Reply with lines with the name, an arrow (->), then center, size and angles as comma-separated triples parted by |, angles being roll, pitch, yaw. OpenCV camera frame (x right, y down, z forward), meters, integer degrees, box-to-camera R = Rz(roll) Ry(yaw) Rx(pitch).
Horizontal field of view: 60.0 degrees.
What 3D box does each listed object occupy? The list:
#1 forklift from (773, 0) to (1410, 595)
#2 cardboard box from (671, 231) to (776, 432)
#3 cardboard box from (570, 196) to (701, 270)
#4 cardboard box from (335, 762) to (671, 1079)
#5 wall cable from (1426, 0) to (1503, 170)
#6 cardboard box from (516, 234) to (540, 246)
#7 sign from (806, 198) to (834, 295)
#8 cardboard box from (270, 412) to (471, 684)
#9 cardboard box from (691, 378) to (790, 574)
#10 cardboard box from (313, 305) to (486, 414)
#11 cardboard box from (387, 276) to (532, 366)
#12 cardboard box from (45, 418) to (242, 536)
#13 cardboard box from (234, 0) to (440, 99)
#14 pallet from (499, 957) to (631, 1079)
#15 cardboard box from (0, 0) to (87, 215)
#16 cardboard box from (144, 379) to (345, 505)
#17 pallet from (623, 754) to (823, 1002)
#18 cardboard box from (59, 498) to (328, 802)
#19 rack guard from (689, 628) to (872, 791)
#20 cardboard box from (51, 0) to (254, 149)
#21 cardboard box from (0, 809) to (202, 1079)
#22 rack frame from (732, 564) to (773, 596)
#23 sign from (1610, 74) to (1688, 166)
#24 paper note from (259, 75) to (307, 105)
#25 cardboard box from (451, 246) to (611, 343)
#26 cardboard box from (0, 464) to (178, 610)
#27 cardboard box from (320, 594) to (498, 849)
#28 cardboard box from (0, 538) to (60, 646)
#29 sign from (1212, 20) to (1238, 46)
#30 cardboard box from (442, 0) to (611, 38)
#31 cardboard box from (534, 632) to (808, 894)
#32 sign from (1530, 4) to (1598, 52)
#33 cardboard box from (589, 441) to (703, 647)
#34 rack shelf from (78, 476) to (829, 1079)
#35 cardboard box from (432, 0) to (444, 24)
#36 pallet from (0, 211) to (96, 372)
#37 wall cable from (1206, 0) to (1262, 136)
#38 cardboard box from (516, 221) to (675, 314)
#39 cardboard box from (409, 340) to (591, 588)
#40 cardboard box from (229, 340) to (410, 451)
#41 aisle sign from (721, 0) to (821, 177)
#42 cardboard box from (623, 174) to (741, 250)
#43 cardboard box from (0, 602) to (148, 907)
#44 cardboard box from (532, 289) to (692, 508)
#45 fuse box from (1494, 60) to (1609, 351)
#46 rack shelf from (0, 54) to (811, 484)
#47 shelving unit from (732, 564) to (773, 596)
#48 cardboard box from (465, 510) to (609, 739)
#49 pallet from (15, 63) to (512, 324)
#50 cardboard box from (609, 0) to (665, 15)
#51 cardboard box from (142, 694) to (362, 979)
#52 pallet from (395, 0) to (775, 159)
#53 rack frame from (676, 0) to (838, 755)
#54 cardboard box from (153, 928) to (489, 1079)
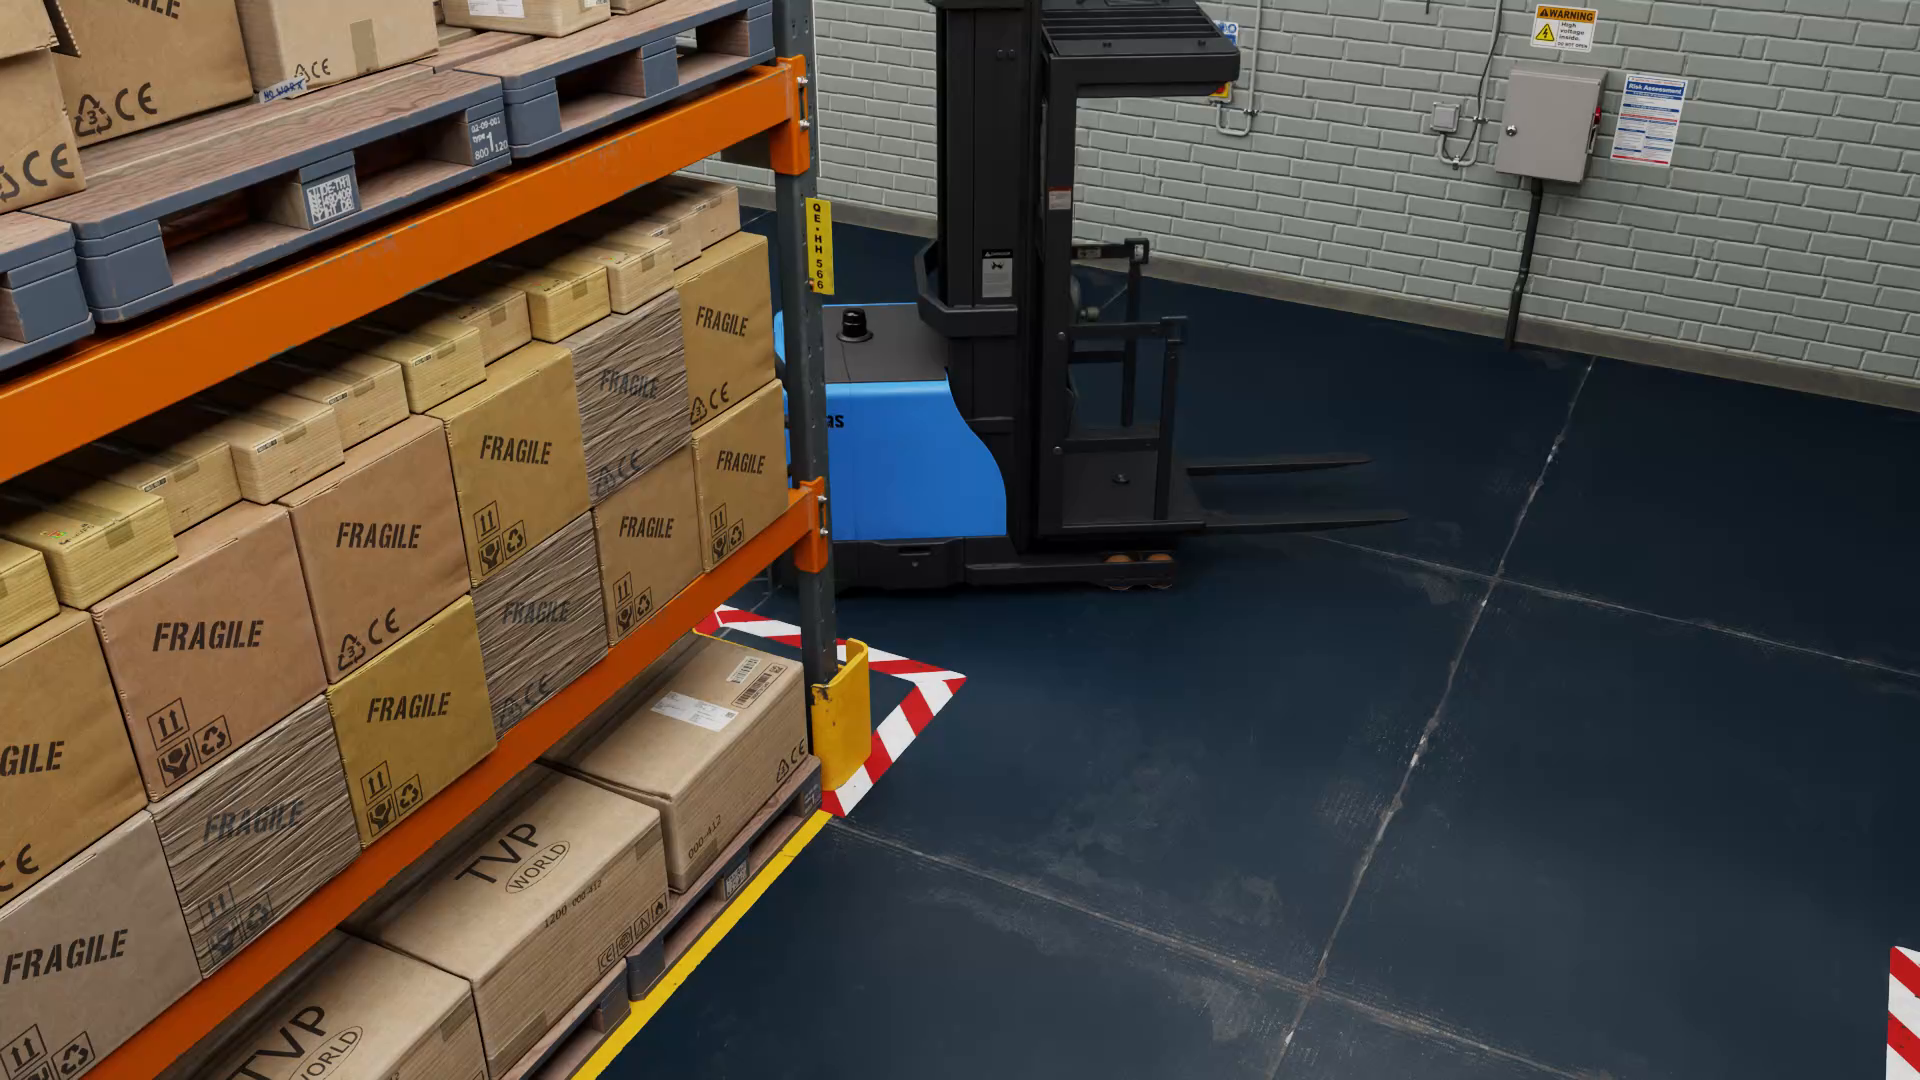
forklift -> 0.628, -1.294, 7.560 | 3.031, 2.935, 1.130 | -2, 30, -4
cardboard box -> -0.954, -0.709, 5.369 | 0.500, 0.500, 0.500 | 15, 33, 25
cardboard box -> -1.025, -0.936, 5.112 | 0.380, 0.149, 0.250 | 15, 33, 24
cardboard box -> -1.567, 1.152, 5.384 | 0.875, 0.438, 0.875 | 15, 33, 25
wall cable -> 2.870, -3.129, 9.667 | 0.588, 1.984, 0.122 | 14, 33, 23
cardboard box -> -1.410, -1.032, 5.278 | 0.380, 0.149, 0.250 | 15, 33, 24
sign -> -0.469, -0.976, 5.537 | 0.100, 0.325, 0.005 | 14, 33, 23
cardboard box -> -1.625, -0.030, 4.186 | 0.500, 0.500, 0.500 | 14, 33, 23
cardboard box -> -0.930, -0.270, 5.607 | 0.500, 0.500, 0.500 | 14, 33, 24
cardboard box -> -1.464, -0.476, 4.311 | 0.380, 0.149, 0.250 | 15, 33, 24
cardboard box -> -1.402, -0.600, 4.527 | 0.380, 0.149, 0.250 | 14, 33, 23
cardboard box -> -1.856, -0.144, 3.733 | 0.380, 0.149, 0.250 | 14, 33, 23
cardboard box -> -1.672, -1.336, 4.119 | 0.500, 0.311, 0.500 | 15, 33, 24
pallet -> -1.797, 1.620, 5.217 | 1.003, 0.211, 1.213 | 14, 33, 23
cardboard box -> -2.182, -0.903, 3.173 | 0.797, 0.503, 0.637 | 17, 34, 27
cardboard box -> -1.683, -0.237, 3.895 | 0.380, 0.149, 0.250 | 14, 33, 23
pallet -> -1.241, 1.081, 6.155 | 1.003, 0.211, 1.213 | 14, 33, 23
cardboard box -> -1.856, 0.193, 3.798 | 0.500, 0.500, 0.500 | 15, 33, 24
rack guard -> -0.935, 0.573, 6.750 | 1.175, 0.500, 0.348 | 14, 33, 23
cardboard box -> -1.998, -1.210, 3.711 | 0.500, 0.500, 0.500 | 15, 33, 24
cardboard box -> -2.088, 0.859, 3.642 | 0.500, 0.500, 0.500 | 15, 33, 24
rack frame -> -0.998, -0.263, 7.502 | 0.240, 1.200, 0.015 | -2, 30, -4
sign -> 3.940, -2.403, 9.517 | 0.329, 0.494, 0.001 | 14, 33, 23
paper note -> -1.385, -0.922, 3.405 | 0.006, 0.032, 0.123 | 14, 33, 23
cardboard box -> -1.219, -0.700, 4.701 | 0.380, 0.149, 0.250 | 15, 33, 24
cardboard box -> -1.897, -0.014, 3.506 | 0.380, 0.149, 0.250 | 13, 32, 22
cardboard box -> -1.621, 0.411, 4.421 | 0.500, 0.500, 0.500 | 15, 33, 25
cardboard box -> -2.044, 0.097, 3.313 | 0.380, 0.149, 0.250 | 14, 33, 23
sign -> 1.587, -3.161, 10.470 | 0.327, 0.218, 0.001 | 14, 33, 23
cardboard box -> -1.191, -1.494, 4.557 | 0.380, 0.149, 0.250 | 12, 32, 19
cardboard box -> -1.158, 0.744, 6.093 | 0.875, 0.438, 0.875 | 13, 32, 22
sign -> 3.451, -2.927, 9.505 | 0.339, 0.242, 0.001 | 14, 33, 23
cardboard box -> -1.172, -0.051, 5.226 | 0.500, 0.500, 0.500 | 14, 33, 22
rack shelf -> -1.857, 0.698, 4.744 | 1.077, 0.370, 4.000 | 14, 33, 23
cardboard box -> -1.646, -1.487, 4.546 | 0.380, 0.149, 0.250 | 16, 33, 25
pallet -> -2.386, -0.350, 2.924 | 1.003, 0.211, 1.213 | 14, 33, 23
wall cable -> 1.602, -3.459, 10.210 | 0.585, 1.953, 0.123 | 14, 33, 23
cardboard box -> -1.068, -0.802, 4.879 | 0.380, 0.149, 0.250 | 14, 33, 23
cardboard box -> -1.394, -0.253, 4.573 | 0.500, 0.500, 0.500 | 14, 33, 23
cardboard box -> -1.600, -0.364, 4.115 | 0.380, 0.149, 0.250 | 15, 33, 25
aisle sign -> -0.637, -1.589, 5.395 | 0.394, 0.787, 0.004 | 14, 33, 23
cardboard box -> -0.931, -1.054, 5.317 | 0.380, 0.149, 0.250 | 15, 33, 24
cardboard box -> -2.100, 0.417, 3.407 | 0.500, 0.500, 0.500 | 14, 33, 23
cardboard box -> -1.166, -0.471, 4.954 | 0.500, 0.500, 0.500 | 14, 33, 23
fuse box -> 3.406, -1.905, 9.850 | 0.539, 1.711, 0.414 | 14, 33, 23
rack shelf -> -1.857, -0.602, 3.997 | 1.077, 0.370, 4.000 | 14, 33, 23
shelving unit -> -1.016, -0.384, 7.713 | 0.258, 1.200, 0.503 | -2, 30, -4
cardboard box -> -1.398, 0.180, 4.825 | 0.500, 0.500, 0.500 | 15, 33, 25
pallet -> -1.829, -0.888, 3.862 | 1.003, 0.211, 1.213 | 14, 33, 23
cardboard box -> -1.071, -1.742, 4.887 | 0.500, 0.250, 0.500 | 11, 32, 19
cardboard box -> -1.856, 0.640, 4.023 | 0.500, 0.500, 0.500 | 15, 33, 24
pallet -> -1.275, -1.431, 4.807 | 1.003, 0.211, 1.213 | 14, 33, 23
rack frame -> -0.946, -0.500, 6.109 | 1.000, 3.000, 0.127 | 14, 33, 23
cardboard box -> -1.979, 1.551, 4.688 | 0.875, 0.438, 0.875 | 13, 32, 22
